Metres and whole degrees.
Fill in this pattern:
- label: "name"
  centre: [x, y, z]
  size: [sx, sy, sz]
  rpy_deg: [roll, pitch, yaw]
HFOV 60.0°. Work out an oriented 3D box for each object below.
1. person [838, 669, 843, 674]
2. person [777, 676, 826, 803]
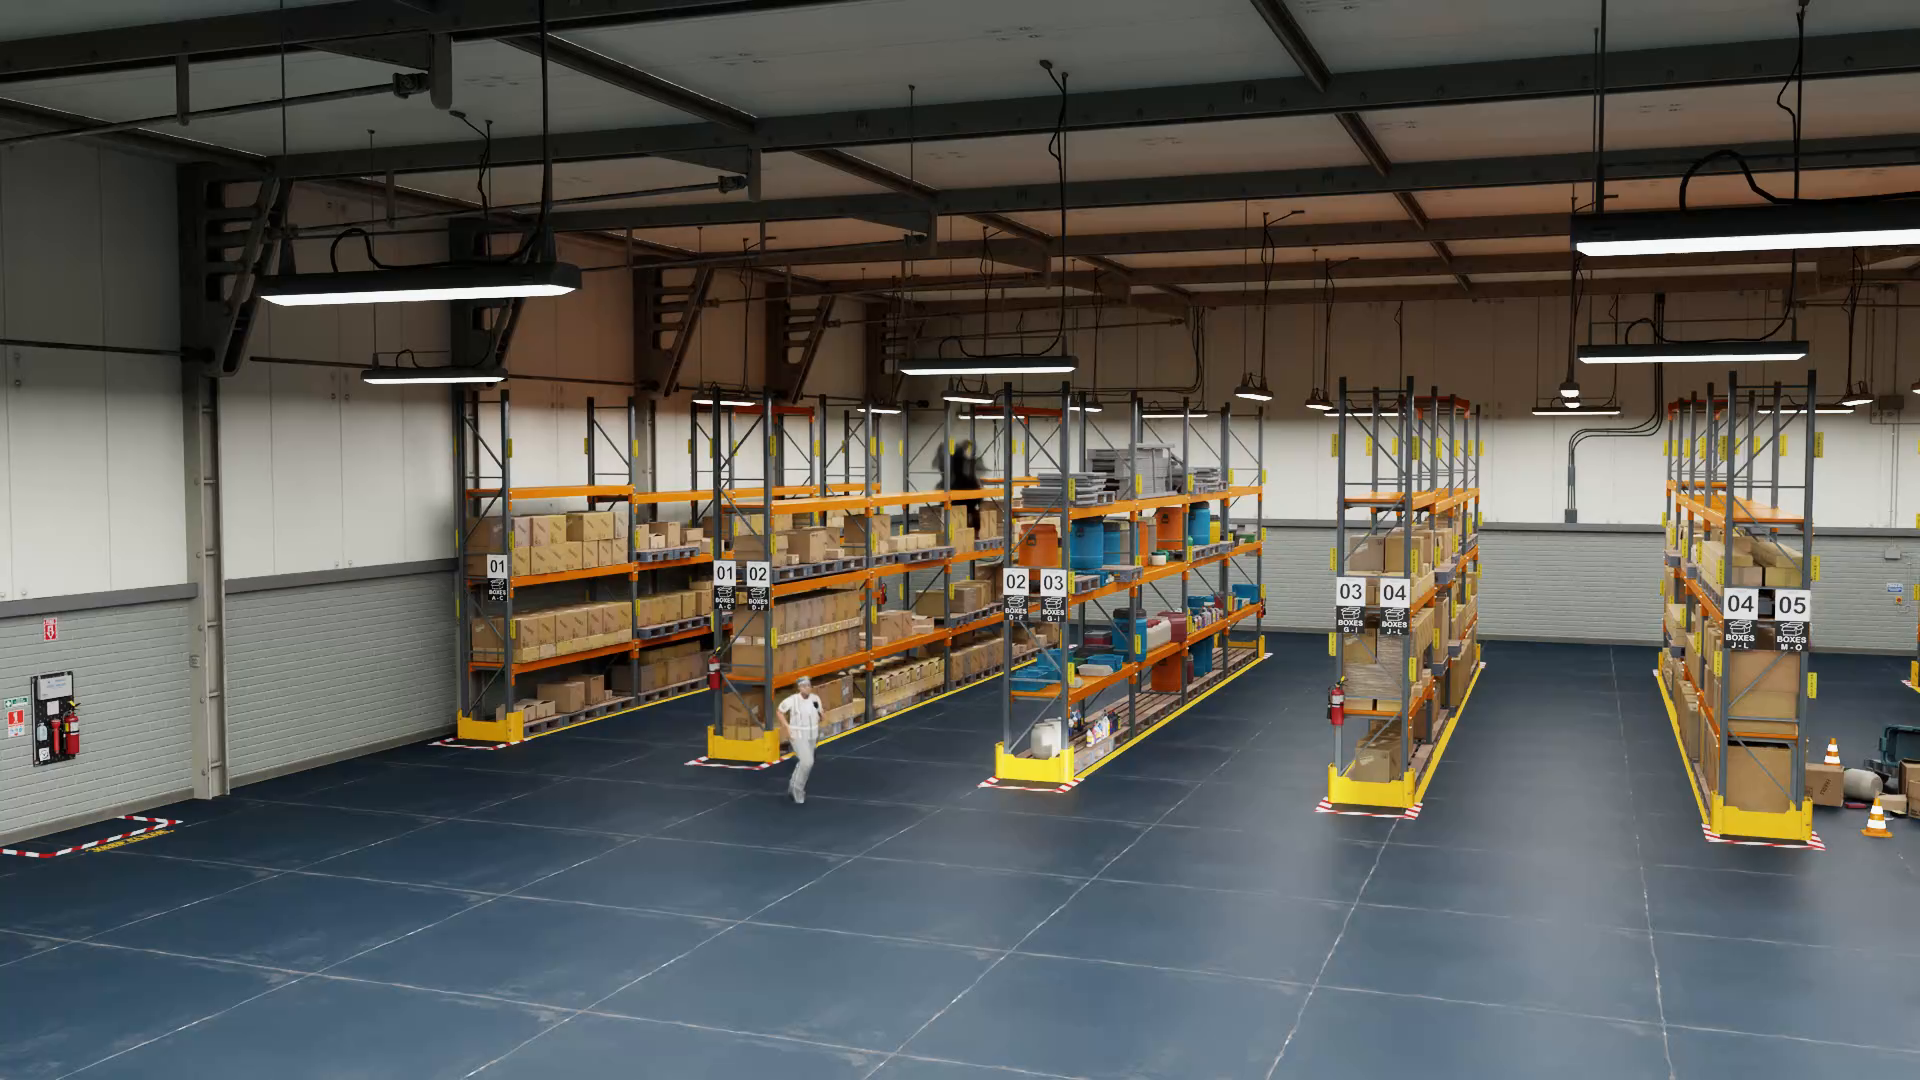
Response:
- label: "person"
  centre: [-2.528, 2.269, 33.601]
  size: [0.722, 1.754, 0.835]
  rpy_deg: [1, 3, 14]
- label: "person"
  centre: [-2.197, 2.836, 23.659]
  size: [0.626, 1.842, 0.752]
  rpy_deg: [-3, 4, -42]
